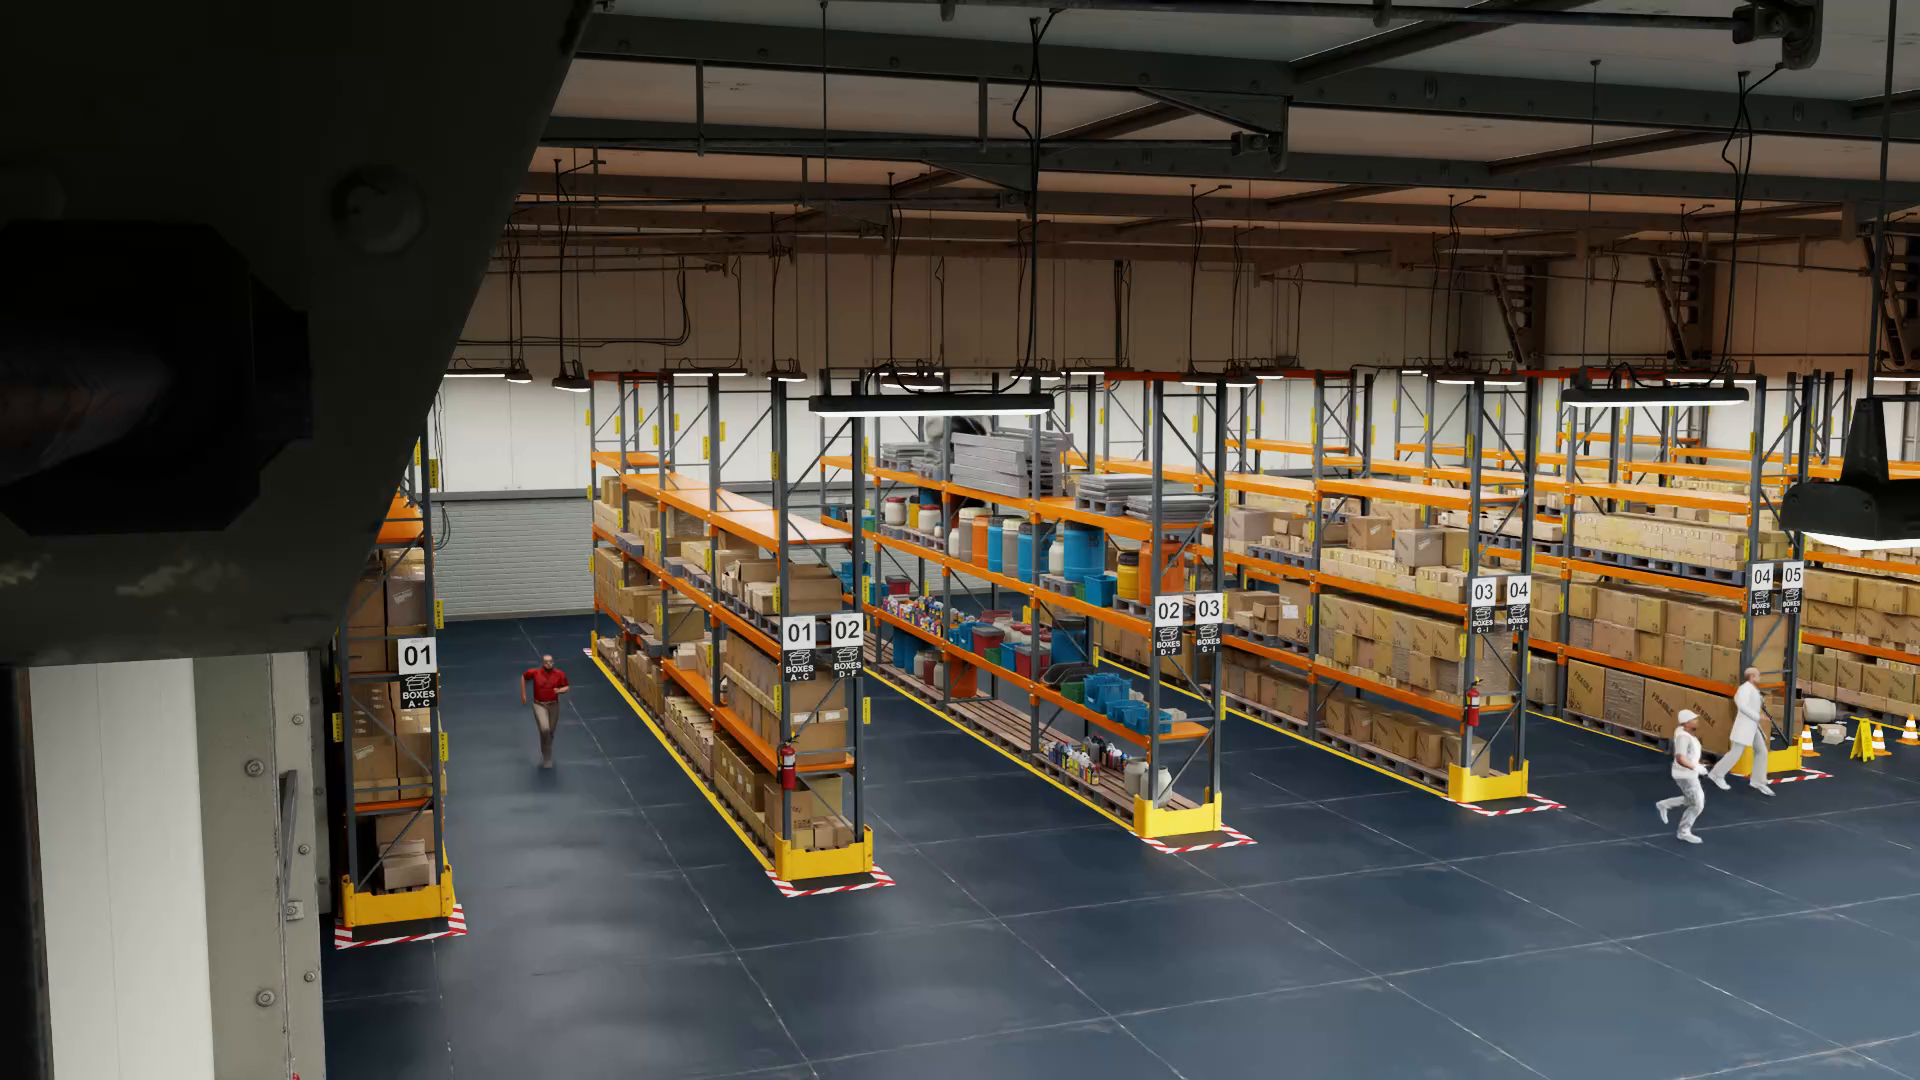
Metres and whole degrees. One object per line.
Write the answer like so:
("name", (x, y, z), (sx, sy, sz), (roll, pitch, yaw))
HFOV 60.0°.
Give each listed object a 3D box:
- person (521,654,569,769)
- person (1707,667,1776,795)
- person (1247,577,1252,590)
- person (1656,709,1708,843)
("person", (-6.401, 2.627, 25.720), (0.686, 1.780, 0.876), (-3, 7, -24))
("person", (11.443, 2.800, 24.208), (0.901, 1.729, 0.767), (5, 8, 35))
("person", (7.310, 0.883, 41.783), (0.587, 1.560, 0.516), (-4, 7, -30))
("person", (9.420, 3.060, 21.689), (0.600, 1.736, 0.729), (2, 7, 21))
